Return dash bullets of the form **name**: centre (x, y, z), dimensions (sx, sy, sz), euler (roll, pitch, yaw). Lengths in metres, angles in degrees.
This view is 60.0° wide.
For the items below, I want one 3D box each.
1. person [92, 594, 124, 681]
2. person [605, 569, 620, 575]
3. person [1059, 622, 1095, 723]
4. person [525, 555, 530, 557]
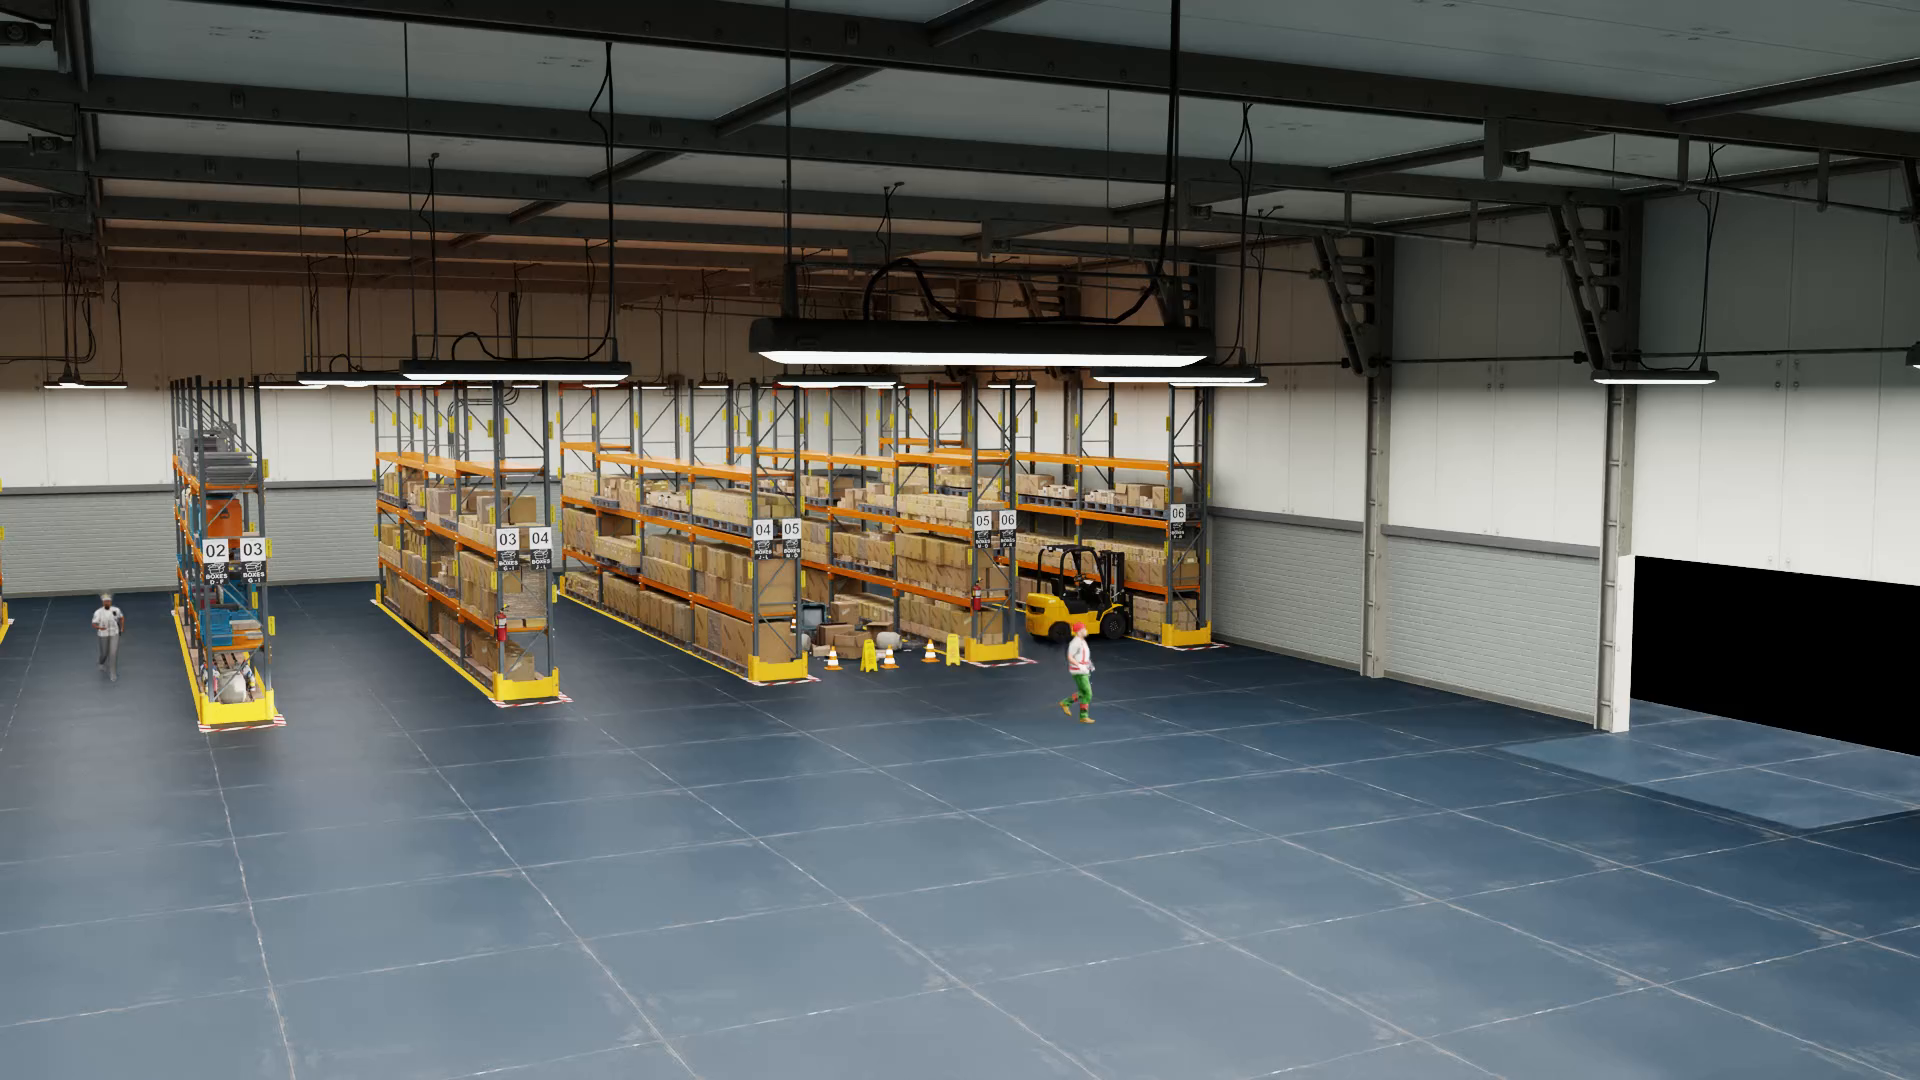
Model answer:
- **person**: centre (-17.048, 1.923, 33.314), dimensions (0.589, 1.710, 0.918), euler (-3, 6, -30)
- **person**: centre (-10.199, 0.470, 49.039), dimensions (0.690, 1.775, 0.641), euler (-4, 6, -37)
- **person**: centre (2.018, 2.289, 28.802), dimensions (0.666, 1.755, 0.668), euler (2, 5, 17)
- **person**: centre (-11.961, 0.885, 45.789), dimensions (0.567, 1.555, 0.495), euler (-2, 5, -16)
